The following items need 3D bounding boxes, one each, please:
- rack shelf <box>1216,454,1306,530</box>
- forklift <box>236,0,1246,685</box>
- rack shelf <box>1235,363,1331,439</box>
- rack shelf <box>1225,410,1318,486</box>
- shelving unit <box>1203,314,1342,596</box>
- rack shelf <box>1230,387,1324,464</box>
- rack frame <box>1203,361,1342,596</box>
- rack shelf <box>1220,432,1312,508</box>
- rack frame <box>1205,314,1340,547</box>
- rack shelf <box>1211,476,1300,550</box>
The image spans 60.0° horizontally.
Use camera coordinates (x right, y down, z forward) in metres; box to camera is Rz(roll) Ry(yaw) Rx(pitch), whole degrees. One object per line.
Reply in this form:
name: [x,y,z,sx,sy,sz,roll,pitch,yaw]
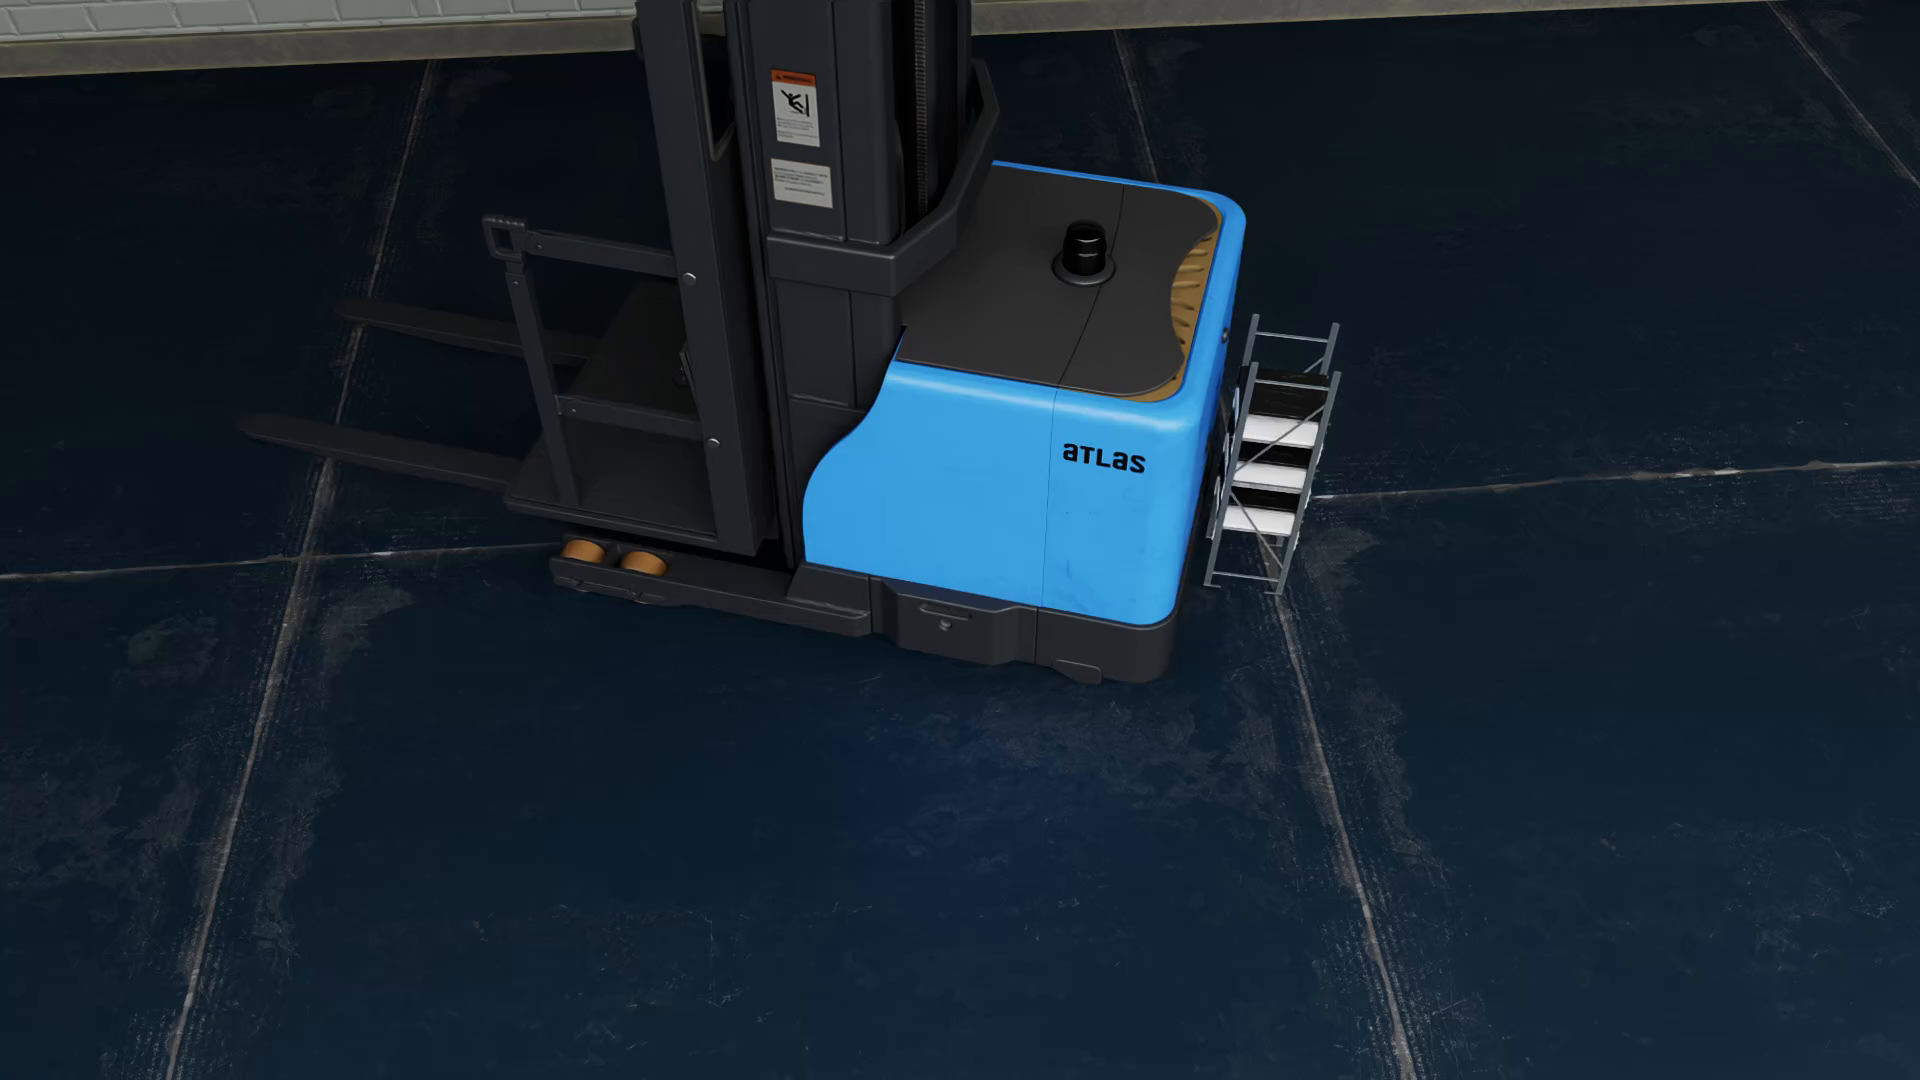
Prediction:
rack shelf: [0.891,-0.143,4.929,0.258,0.077,0.200,7,47,4]
forklift: [-0.753,-1.173,4.342,3.031,2.935,1.130,11,47,10]
rack shelf: [0.904,-0.389,4.666,0.258,0.077,0.200,7,47,4]
rack shelf: [0.898,-0.266,4.798,0.258,0.077,0.200,7,47,4]
shelving unit: [0.896,-0.228,4.839,0.258,0.900,0.210,7,47,4]
rack shelf: [0.901,-0.328,4.732,0.258,0.077,0.200,7,47,4]
rack frame: [0.882,-0.154,4.770,0.240,0.900,0.006,7,47,4]
rack shelf: [0.894,-0.205,4.863,0.258,0.077,0.200,7,47,4]
rack frame: [0.909,-0.301,4.908,0.240,0.900,0.006,7,47,4]
rack shelf: [0.888,-0.082,4.995,0.258,0.077,0.200,7,47,4]
